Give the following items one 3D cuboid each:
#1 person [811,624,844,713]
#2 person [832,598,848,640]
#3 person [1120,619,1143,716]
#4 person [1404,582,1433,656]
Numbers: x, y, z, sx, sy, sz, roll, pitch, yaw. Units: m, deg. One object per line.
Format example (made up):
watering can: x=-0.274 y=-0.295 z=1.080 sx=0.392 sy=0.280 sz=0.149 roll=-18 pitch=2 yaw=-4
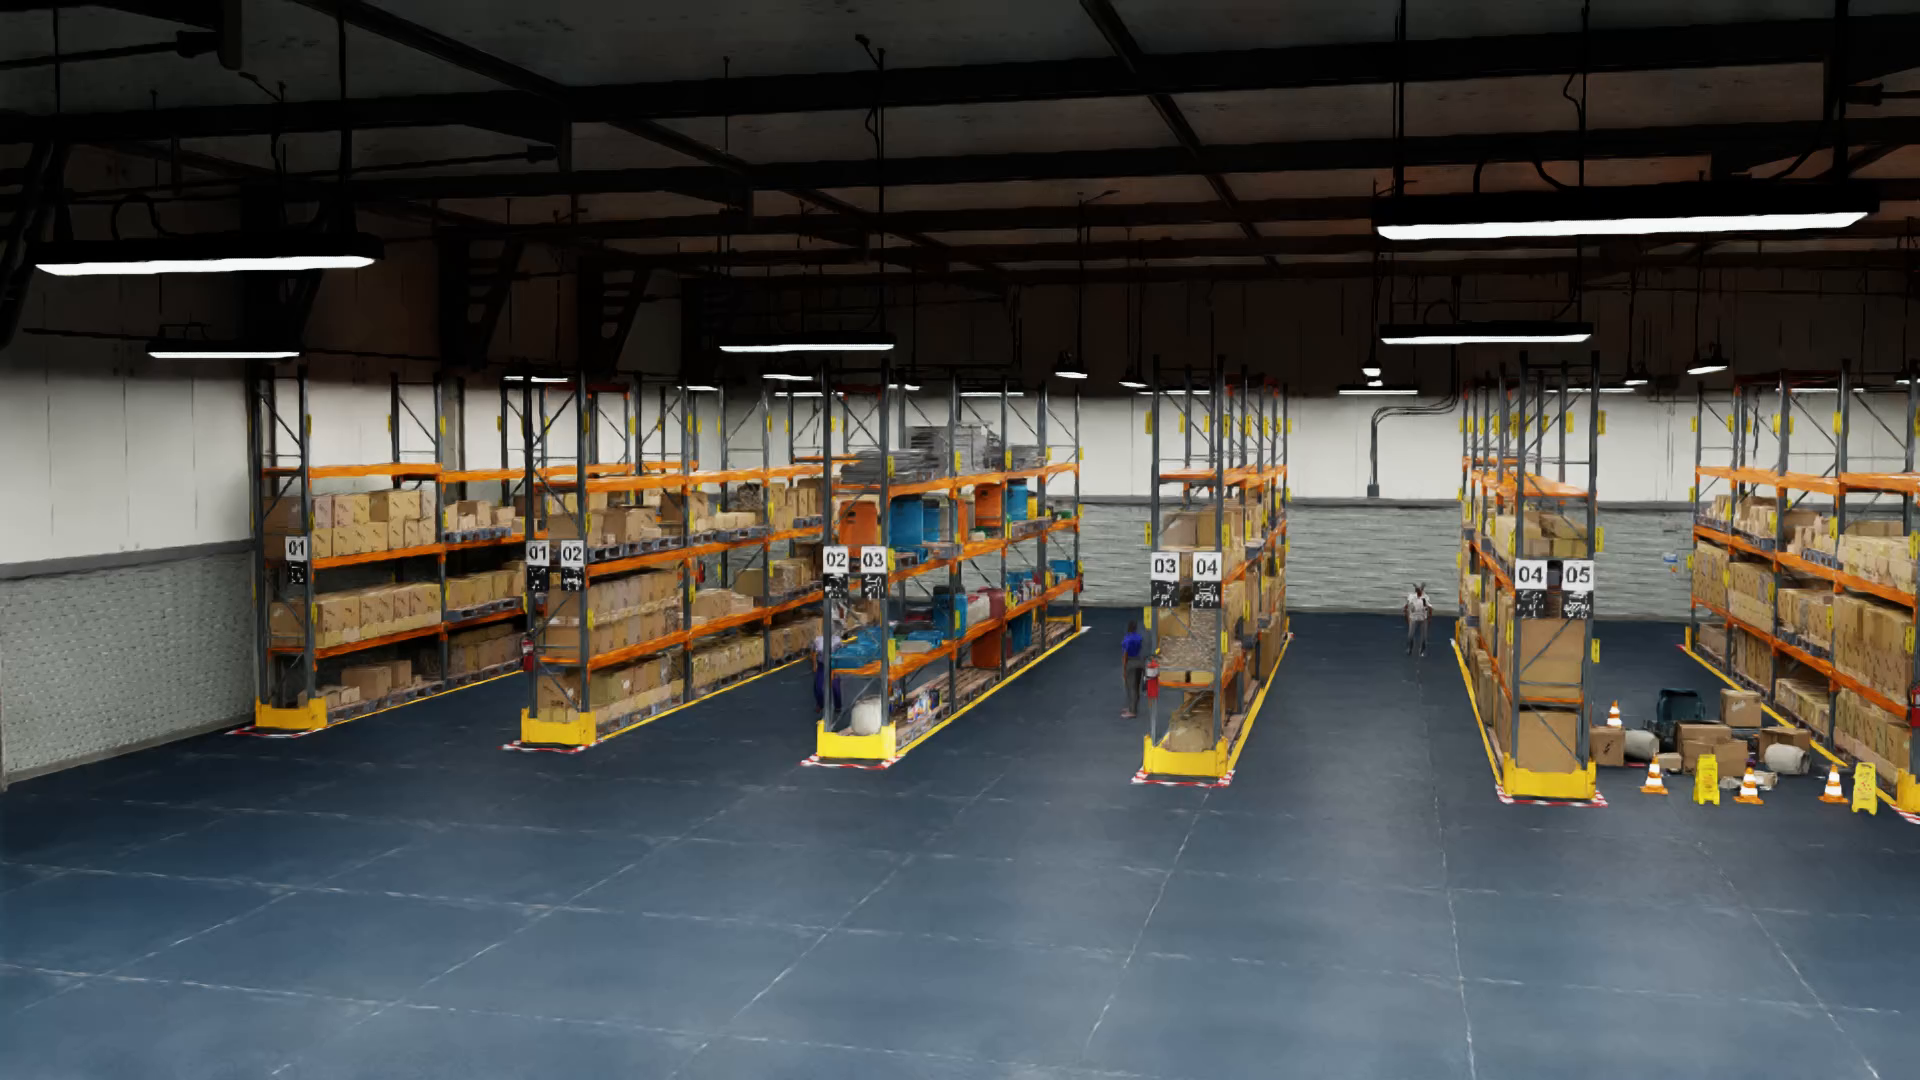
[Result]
person: x=-2.290 y=2.221 z=28.905 sx=0.625 sy=1.596 sz=0.517 roll=1 pitch=4 yaw=12
person: x=-2.511 y=1.678 z=35.060 sx=0.456 sy=1.784 sz=0.620 roll=-1 pitch=4 yaw=-16
person: x=2.932 y=2.189 z=28.655 sx=0.463 sy=1.662 sz=0.498 roll=4 pitch=5 yaw=44
person: x=9.929 y=1.711 z=36.036 sx=0.593 sy=1.629 sz=0.522 roll=1 pitch=4 yaw=13
